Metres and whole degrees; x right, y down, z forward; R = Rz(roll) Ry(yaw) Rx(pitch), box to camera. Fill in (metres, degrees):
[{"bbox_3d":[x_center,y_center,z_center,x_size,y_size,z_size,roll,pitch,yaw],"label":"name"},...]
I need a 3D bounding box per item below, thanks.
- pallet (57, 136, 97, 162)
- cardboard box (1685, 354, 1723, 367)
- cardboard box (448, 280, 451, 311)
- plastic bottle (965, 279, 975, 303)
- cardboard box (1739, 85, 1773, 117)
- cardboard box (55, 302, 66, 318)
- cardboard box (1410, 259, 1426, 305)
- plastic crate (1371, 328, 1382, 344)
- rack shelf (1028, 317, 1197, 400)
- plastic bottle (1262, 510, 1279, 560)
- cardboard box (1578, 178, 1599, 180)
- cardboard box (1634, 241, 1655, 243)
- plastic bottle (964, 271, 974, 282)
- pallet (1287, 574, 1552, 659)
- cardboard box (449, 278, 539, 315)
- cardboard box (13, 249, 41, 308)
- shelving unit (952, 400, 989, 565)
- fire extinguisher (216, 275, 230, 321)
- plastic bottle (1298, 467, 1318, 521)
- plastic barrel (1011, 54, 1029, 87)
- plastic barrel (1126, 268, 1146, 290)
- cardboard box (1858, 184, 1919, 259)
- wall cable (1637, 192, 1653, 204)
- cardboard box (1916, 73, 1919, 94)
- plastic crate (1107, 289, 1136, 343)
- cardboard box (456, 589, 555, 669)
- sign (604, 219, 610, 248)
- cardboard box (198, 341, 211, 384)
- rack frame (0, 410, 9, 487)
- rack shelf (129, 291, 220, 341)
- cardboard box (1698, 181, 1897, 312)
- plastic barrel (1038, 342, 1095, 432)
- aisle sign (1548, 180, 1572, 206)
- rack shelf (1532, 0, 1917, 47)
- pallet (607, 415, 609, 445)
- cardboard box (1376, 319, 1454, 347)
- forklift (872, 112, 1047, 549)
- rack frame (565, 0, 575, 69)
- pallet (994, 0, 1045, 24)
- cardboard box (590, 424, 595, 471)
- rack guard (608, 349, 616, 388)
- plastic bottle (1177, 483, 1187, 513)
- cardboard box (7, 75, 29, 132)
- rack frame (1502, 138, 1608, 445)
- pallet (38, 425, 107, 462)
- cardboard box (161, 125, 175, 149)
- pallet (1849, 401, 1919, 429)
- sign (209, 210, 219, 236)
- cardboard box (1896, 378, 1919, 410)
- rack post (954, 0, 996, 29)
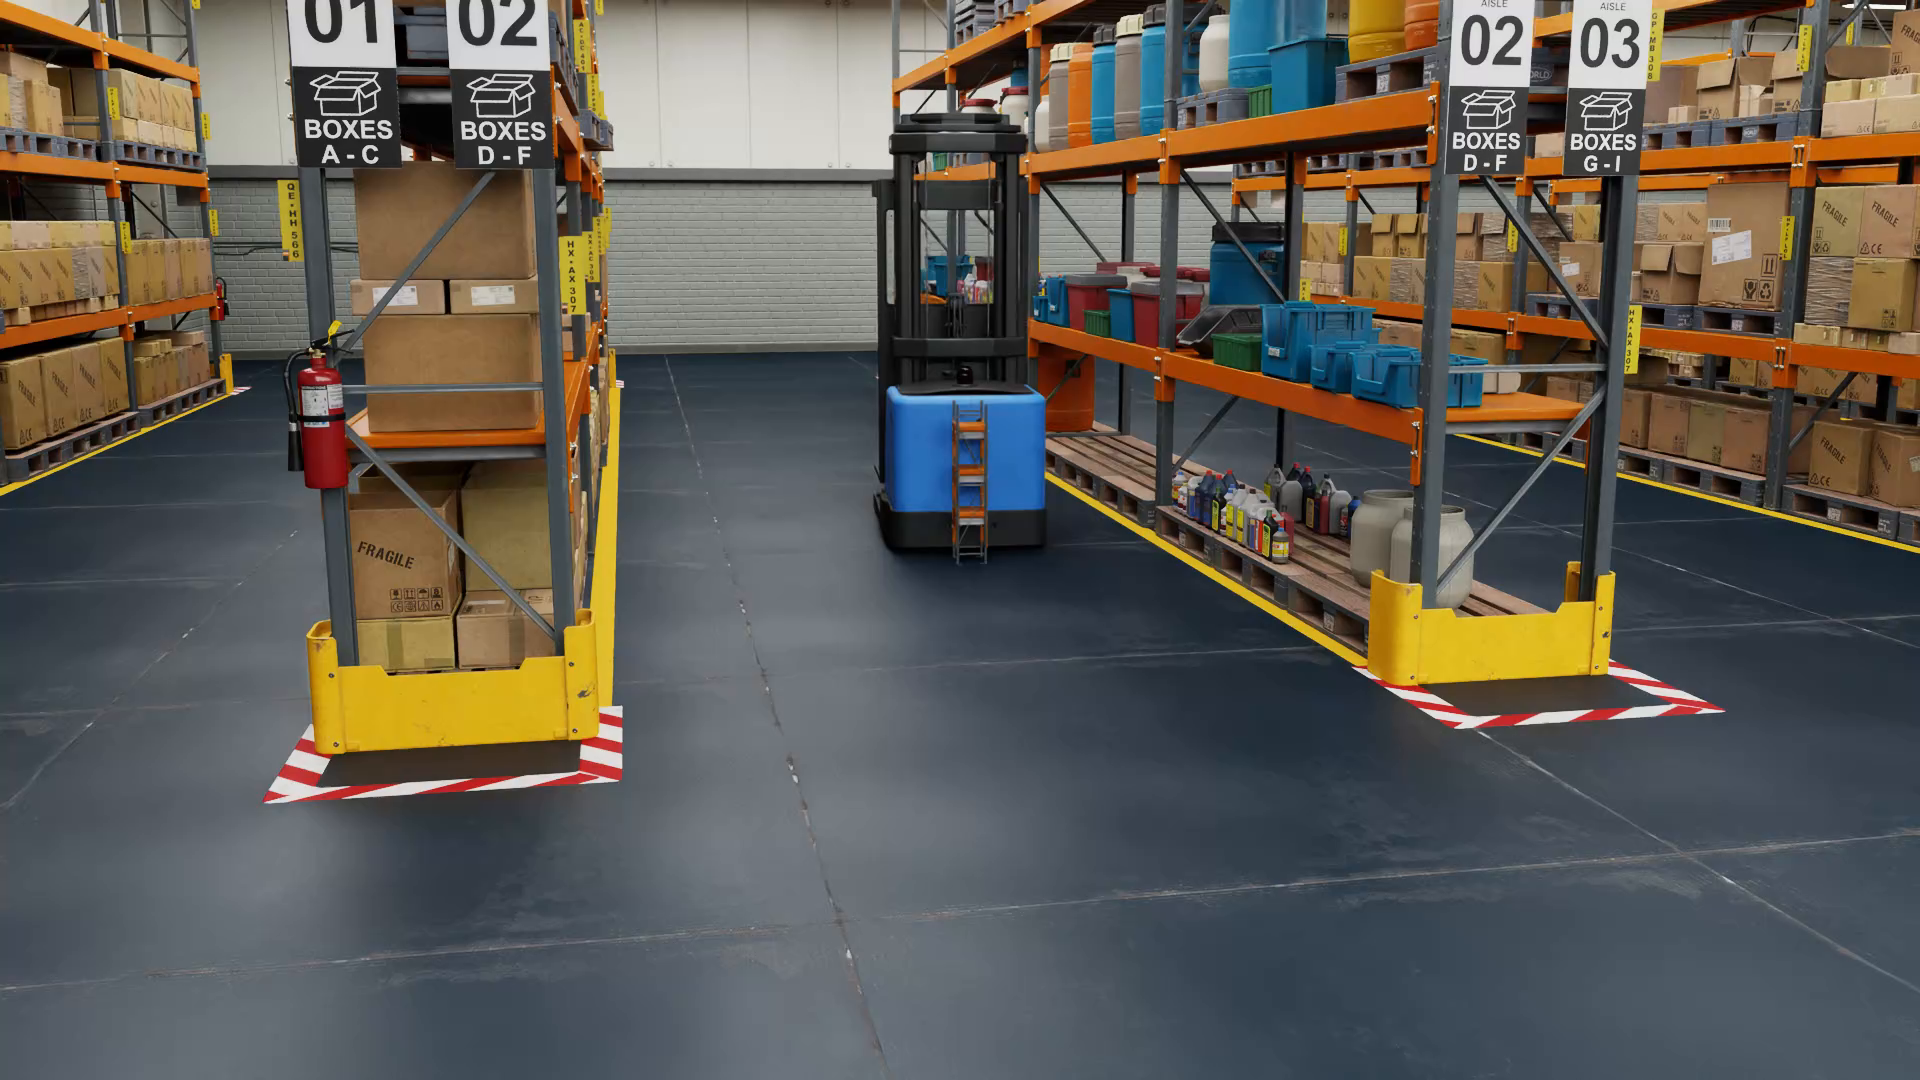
[{"bbox_3d":[-9.141,-3.863,16.461,0.805,0.209,1.217,-3,11,-13],"label":"pallet"},{"bbox_3d":[9.720,-2.351,21.730,0.380,0.149,0.250,-2,11,-10],"label":"cardboard box"},{"bbox_3d":[-2.489,-1.109,7.498,0.380,0.149,0.250,-2,11,-10],"label":"cardboard box"},{"bbox_3d":[0.137,-2.784,18.631,0.152,0.276,0.135,-2,11,-11],"label":"plastic bottle"},{"bbox_3d":[6.483,-3.506,13.308,0.396,0.266,0.258,-2,11,-9],"label":"cardboard box"},{"bbox_3d":[-8.780,-2.201,15.857,0.380,0.149,0.250,-2,11,-9],"label":"cardboard box"},{"bbox_3d":[5.354,-2.868,18.473,0.500,0.500,0.500,-2,11,-10],"label":"cardboard box"},{"bbox_3d":[2.387,-1.277,10.781,0.499,0.251,0.616,-2,11,-11],"label":"plastic crate"},{"bbox_3d":[1.517,-1.557,13.776,1.077,0.370,4.000,-2,11,-11],"label":"rack shelf"},{"bbox_3d":[1.856,-0.033,9.935,0.061,0.283,0.133,-2,11,-10],"label":"plastic bottle"},{"bbox_3d":[9.250,-5.298,23.886,0.500,0.250,0.500,-2,11,-9],"label":"cardboard box"},{"bbox_3d":[9.527,-3.813,22.642,0.500,0.500,0.500,-2,11,-11],"label":"cardboard box"},{"bbox_3d":[0.108,-2.902,19.055,0.144,0.351,0.185,-2,11,-11],"label":"plastic bottle"},{"bbox_3d":[2.470,0.399,9.036,1.003,0.211,1.213,-2,11,-11],"label":"pallet"},{"bbox_3d":[-2.041,-1.078,7.334,0.380,0.149,0.250,-2,11,-11],"label":"cardboard box"},{"bbox_3d":[-8.526,-2.316,14.728,0.500,0.500,0.500,-2,11,-9],"label":"cardboard box"},{"bbox_3d":[0.064,-0.376,10.864,0.215,1.050,0.252,-1,11,-6],"label":"shelving unit"},{"bbox_3d":[-9.723,-3.207,21.728,0.296,0.674,0.183,-2,11,-11],"label":"fire extinguisher"},{"bbox_3d":[2.351,-0.315,11.238,0.144,0.351,0.185,-3,11,-14],"label":"plastic bottle"},{"bbox_3d":[0.832,-4.629,17.509,0.600,0.901,0.708,-2,11,-11],"label":"plastic barrel"},{"bbox_3d":[1.619,-2.074,14.269,0.421,0.512,0.421,0,11,0],"label":"plastic barrel"},{"bbox_3d":[6.701,-2.226,11.634,0.500,0.500,0.500,-2,11,-11],"label":"cardboard box"},{"bbox_3d":[13.031,-5.832,31.516,0.585,1.953,0.123,-2,11,-11],"label":"wall cable"},{"bbox_3d":[6.766,-3.108,11.315,0.380,0.149,0.250,-2,11,-9],"label":"cardboard box"},{"bbox_3d":[1.386,-1.726,12.787,0.392,0.384,0.575,-2,11,-11],"label":"plastic crate"},{"bbox_3d":[-2.062,0.408,7.762,0.500,0.250,0.500,-2,11,-11],"label":"cardboard box"},{"bbox_3d":[-3.966,-3.421,18.549,0.100,0.325,0.005,-2,11,-11],"label":"sign"},{"bbox_3d":[-9.912,-2.237,20.991,0.700,0.500,0.500,-2,11,-11],"label":"cardboard box"},{"bbox_3d":[-8.590,-1.917,13.743,1.000,3.000,0.127,-2,11,-11],"label":"rack frame"},{"bbox_3d":[-9.757,-2.664,19.592,1.077,0.370,4.000,-2,11,-11],"label":"rack shelf"},{"bbox_3d":[6.747,-2.375,13.425,1.000,1.000,1.000,-2,11,-11],"label":"cardboard box"},{"bbox_3d":[1.016,-1.506,16.268,0.600,0.830,0.708,-2,11,-11],"label":"plastic barrel"},{"bbox_3d":[9.007,-5.366,24.912,0.394,0.787,0.004,-2,11,-11],"label":"aisle sign"},{"bbox_3d":[6.375,-4.487,14.199,1.077,0.370,4.000,-2,11,-11],"label":"rack shelf"},{"bbox_3d":[-4.074,-1.089,16.854,1.003,0.211,1.213,-2,11,-11],"label":"pallet"},{"bbox_3d":[5.527,-2.073,19.123,1.225,0.875,0.875,-3,11,-13],"label":"cardboard box"},{"bbox_3d":[-0.077,-1.607,12.301,1.130,2.935,3.031,-1,11,-6],"label":"forklift"},{"bbox_3d":[-2.954,-4.311,10.278,1.000,3.000,0.127,-2,11,-11],"label":"rack frame"},{"bbox_3d":[1.018,-5.068,15.831,1.213,0.211,1.003,-2,11,-11],"label":"pallet"},{"bbox_3d":[-2.882,-0.672,11.934,0.500,0.311,0.500,-2,11,-12],"label":"cardboard box"},{"bbox_3d":[-5.273,-2.323,22.563,1.175,0.500,0.348,-2,11,-11],"label":"rack guard"},{"bbox_3d":[1.557,-0.292,11.514,0.097,0.201,0.097,0,11,0],"label":"plastic bottle"},{"bbox_3d":[-9.098,-4.030,15.379,0.700,0.500,0.500,-2,11,-11],"label":"cardboard box"},{"bbox_3d":[5.986,-2.457,16.583,1.000,3.000,0.127,-2,11,-11],"label":"rack frame"},{"bbox_3d":[-8.903,-0.917,15.951,1.003,0.211,1.213,-2,11,-11],"label":"pallet"},{"bbox_3d":[-9.535,-4.724,19.480,0.500,0.250,0.500,-2,11,-13],"label":"cardboard box"},{"bbox_3d":[10.720,-1.392,18.447,1.003,0.211,1.213,-2,11,-11],"label":"pallet"},{"bbox_3d":[-9.611,-4.086,21.412,0.100,0.325,0.005,-2,11,-11],"label":"sign"},{"bbox_3d":[10.487,-1.708,18.212,0.500,0.500,0.500,-2,11,-11],"label":"cardboard box"},{"bbox_3d":[0.483,-5.765,18.119,0.937,0.300,0.954,-2,11,-12],"label":"rack post"}]
